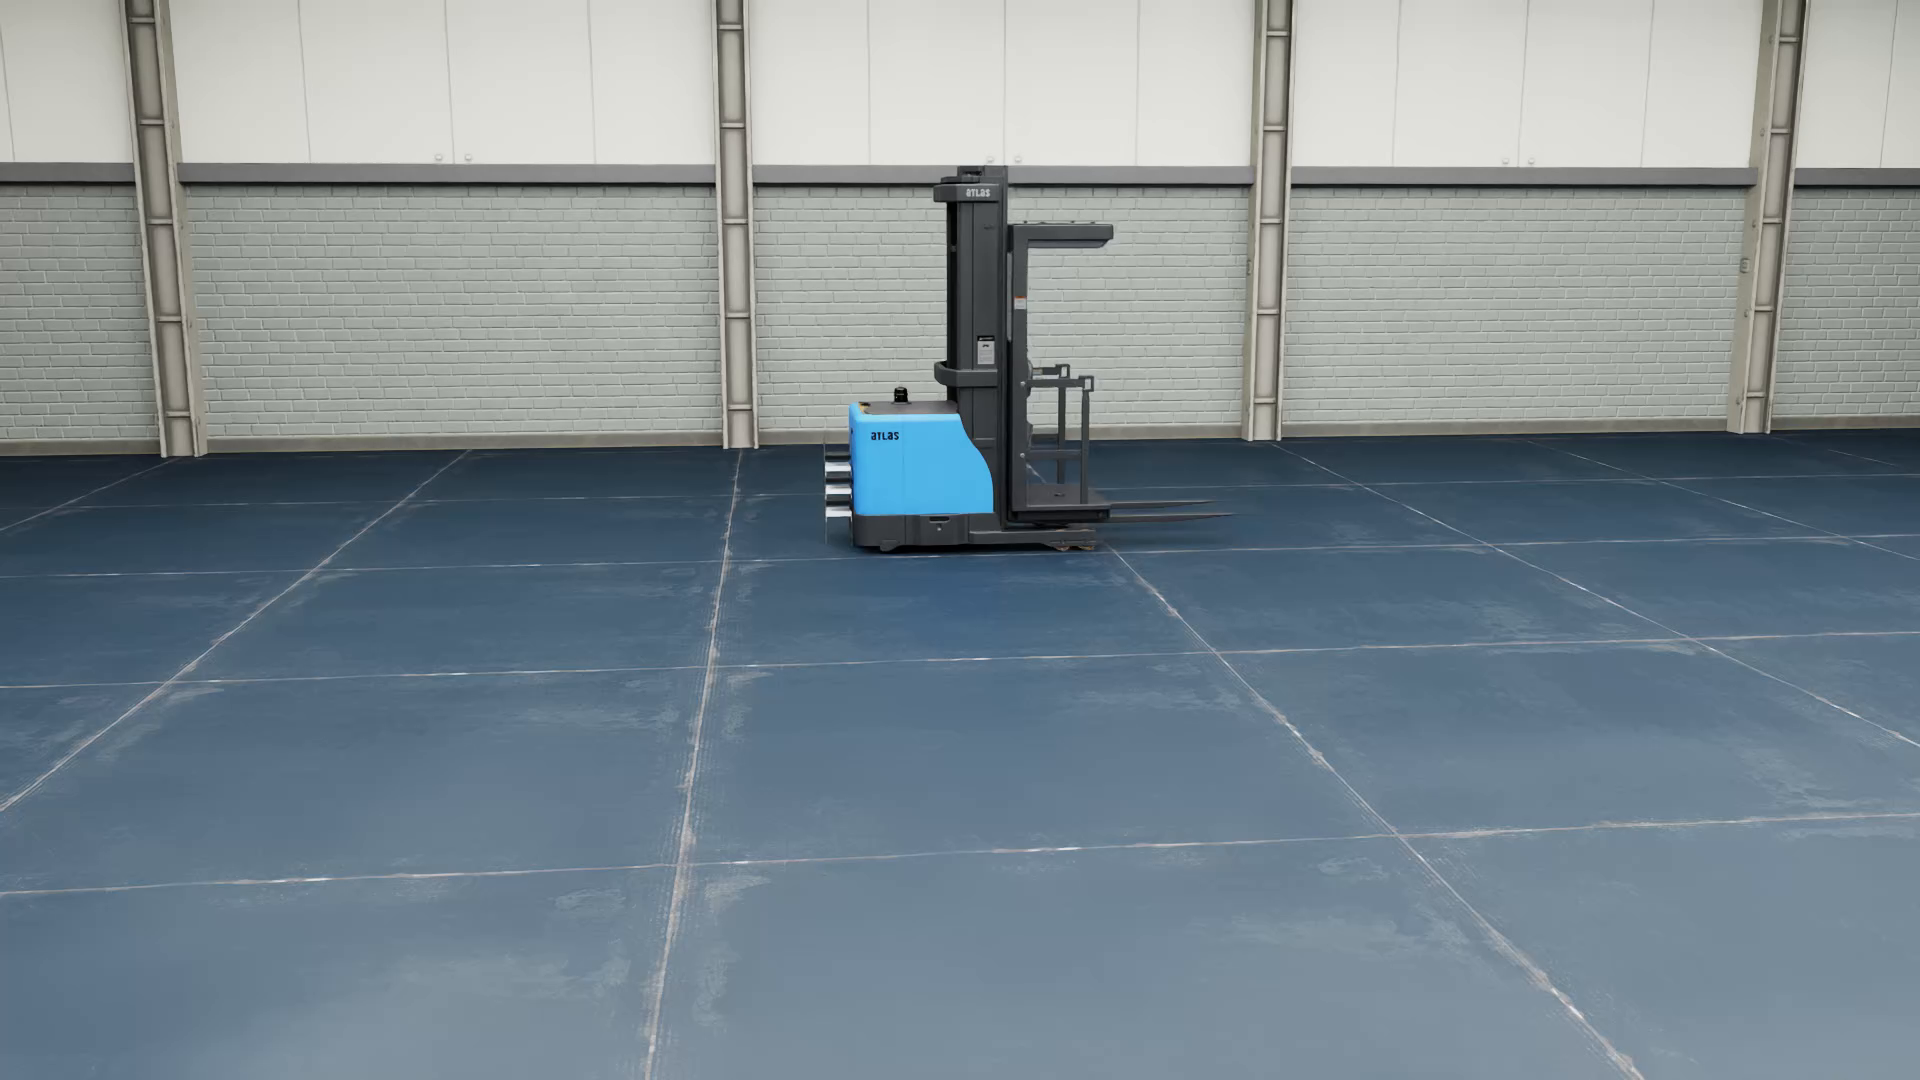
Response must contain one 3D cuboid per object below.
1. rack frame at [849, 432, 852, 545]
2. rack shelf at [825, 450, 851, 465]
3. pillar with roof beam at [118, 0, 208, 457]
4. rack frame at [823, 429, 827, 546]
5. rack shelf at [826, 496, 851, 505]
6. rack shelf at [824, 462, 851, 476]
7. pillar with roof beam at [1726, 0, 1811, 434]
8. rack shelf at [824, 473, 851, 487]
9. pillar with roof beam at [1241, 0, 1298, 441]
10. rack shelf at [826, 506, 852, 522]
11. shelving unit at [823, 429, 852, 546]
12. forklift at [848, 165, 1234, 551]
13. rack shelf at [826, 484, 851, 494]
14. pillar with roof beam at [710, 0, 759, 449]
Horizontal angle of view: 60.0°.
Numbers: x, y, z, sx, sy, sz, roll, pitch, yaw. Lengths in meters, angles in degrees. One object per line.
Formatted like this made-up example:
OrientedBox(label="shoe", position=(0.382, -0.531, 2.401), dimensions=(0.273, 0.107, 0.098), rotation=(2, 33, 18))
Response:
OrientedBox(label="rack frame", position=(-0.868, -0.421, 13.177), dimensions=(0.006, 0.900, 0.240), rotation=(-1, 11, -7))
OrientedBox(label="rack shelf", position=(-0.969, -0.651, 13.119), dimensions=(0.200, 0.077, 0.258), rotation=(-1, 11, -7))
OrientedBox(label="pillar with roof beam", position=(-7.963, -4.517, 13.014), dimensions=(0.400, 9.000, 9.100), rotation=(-1, 11, -6))
OrientedBox(label="rack frame", position=(-1.070, -0.416, 13.152), dimensions=(0.006, 0.900, 0.240), rotation=(-1, 11, -7))
OrientedBox(label="rack shelf", position=(-0.969, -0.298, 13.188), dimensions=(0.200, 0.077, 0.258), rotation=(-1, 11, -7))
OrientedBox(label="rack shelf", position=(-0.969, -0.563, 13.136), dimensions=(0.200, 0.077, 0.258), rotation=(-1, 11, -7))
OrientedBox(label="pillar with roof beam", position=(9.932, -4.892, 14.921), dimensions=(0.400, 9.000, 9.100), rotation=(-1, 11, -6))
OrientedBox(label="rack shelf", position=(-0.969, -0.474, 13.154), dimensions=(0.200, 0.077, 0.258), rotation=(-1, 11, -7))
OrientedBox(label="pillar with roof beam", position=(3.967, -4.767, 14.286), dimensions=(0.400, 9.000, 9.100), rotation=(-1, 11, -6))
OrientedBox(label="rack shelf", position=(-0.969, -0.209, 13.206), dimensions=(0.200, 0.077, 0.258), rotation=(-1, 11, -7))
OrientedBox(label="shelving unit", position=(-0.969, -0.419, 13.165), dimensions=(0.210, 0.900, 0.258), rotation=(-1, 11, -7))
OrientedBox(label="forklift", position=(0.642, -1.453, 13.163), dimensions=(3.031, 2.935, 1.130), rotation=(-1, 11, -7))
OrientedBox(label="rack shelf", position=(-0.969, -0.386, 13.171), dimensions=(0.200, 0.077, 0.258), rotation=(-1, 11, -7))
OrientedBox(label="pillar with roof beam", position=(-1.998, -4.642, 13.650), dimensions=(0.400, 9.000, 9.100), rotation=(-1, 11, -6))
